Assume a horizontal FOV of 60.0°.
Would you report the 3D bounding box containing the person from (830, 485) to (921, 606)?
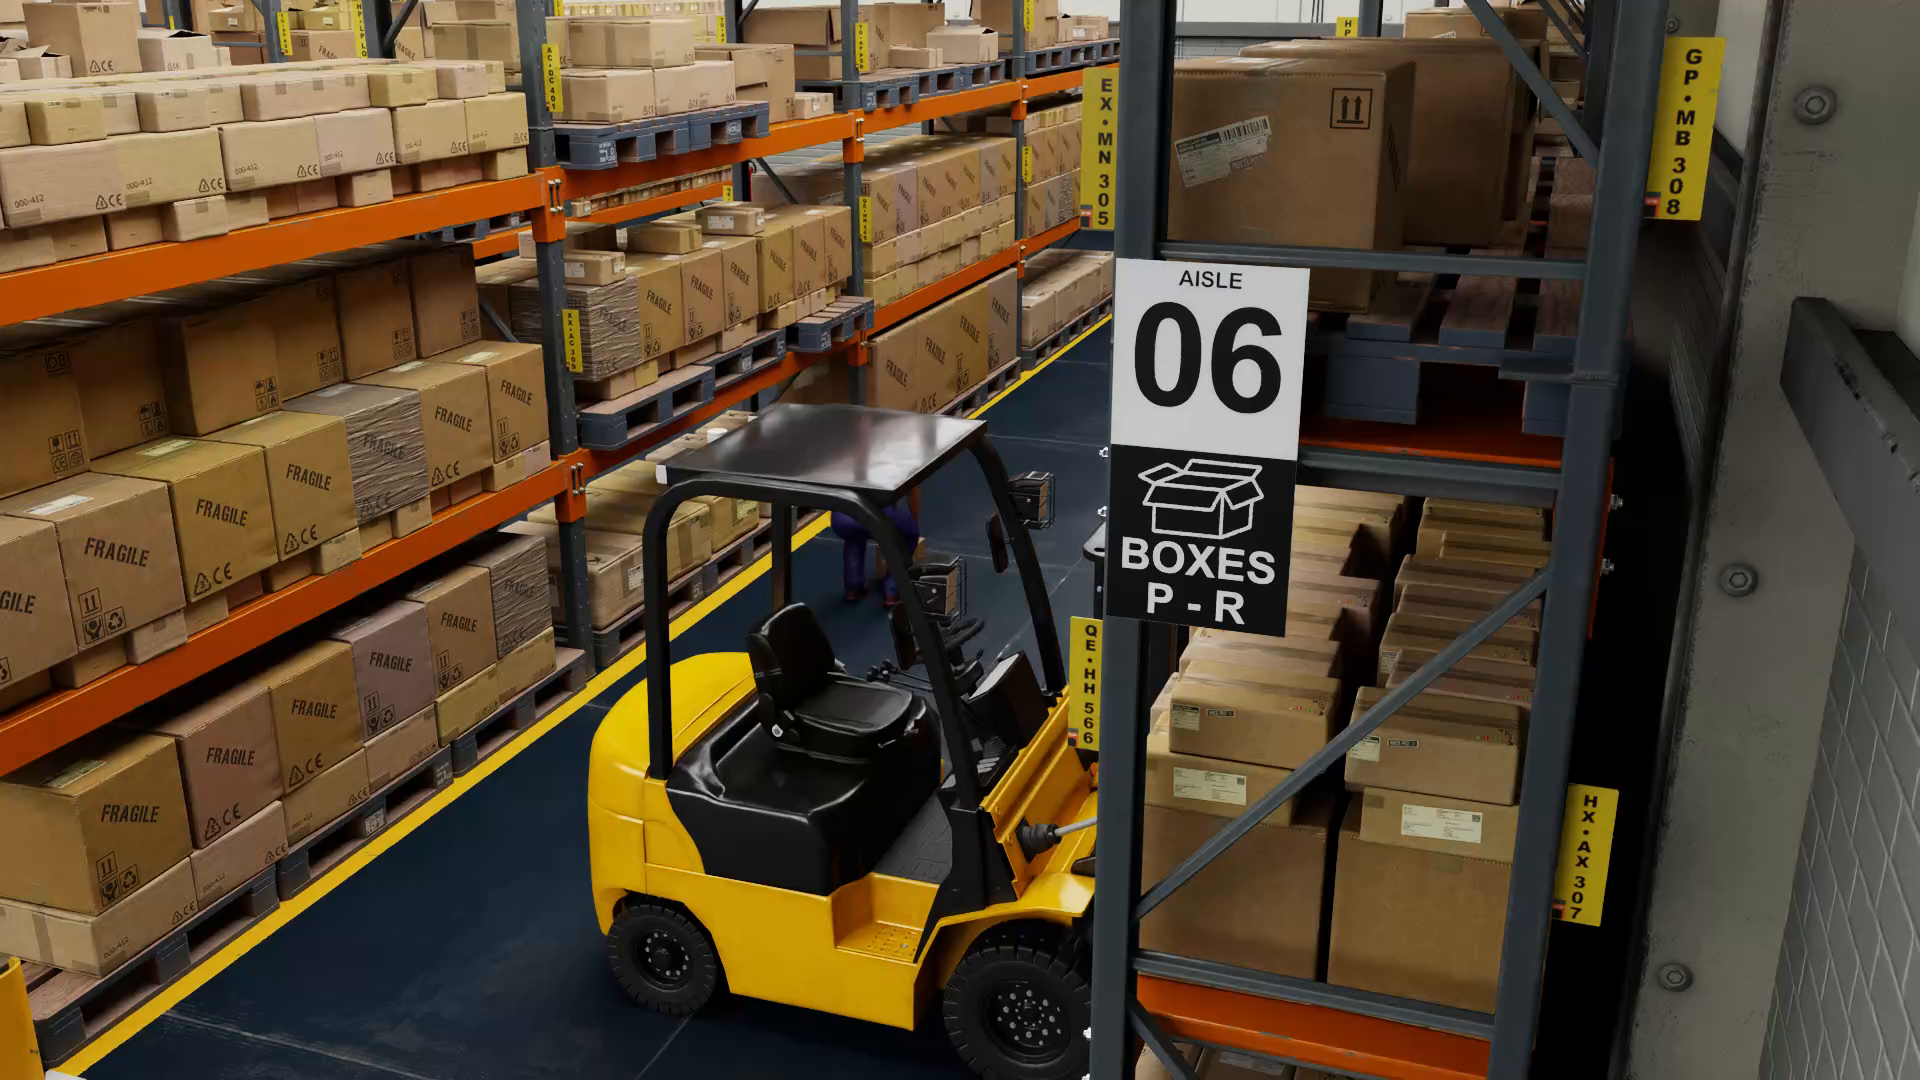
[{"bbox_3d":[-0.537,-0.188,10.436,0.535,1.141,0.693,6,20,18],"label":"person"}]
